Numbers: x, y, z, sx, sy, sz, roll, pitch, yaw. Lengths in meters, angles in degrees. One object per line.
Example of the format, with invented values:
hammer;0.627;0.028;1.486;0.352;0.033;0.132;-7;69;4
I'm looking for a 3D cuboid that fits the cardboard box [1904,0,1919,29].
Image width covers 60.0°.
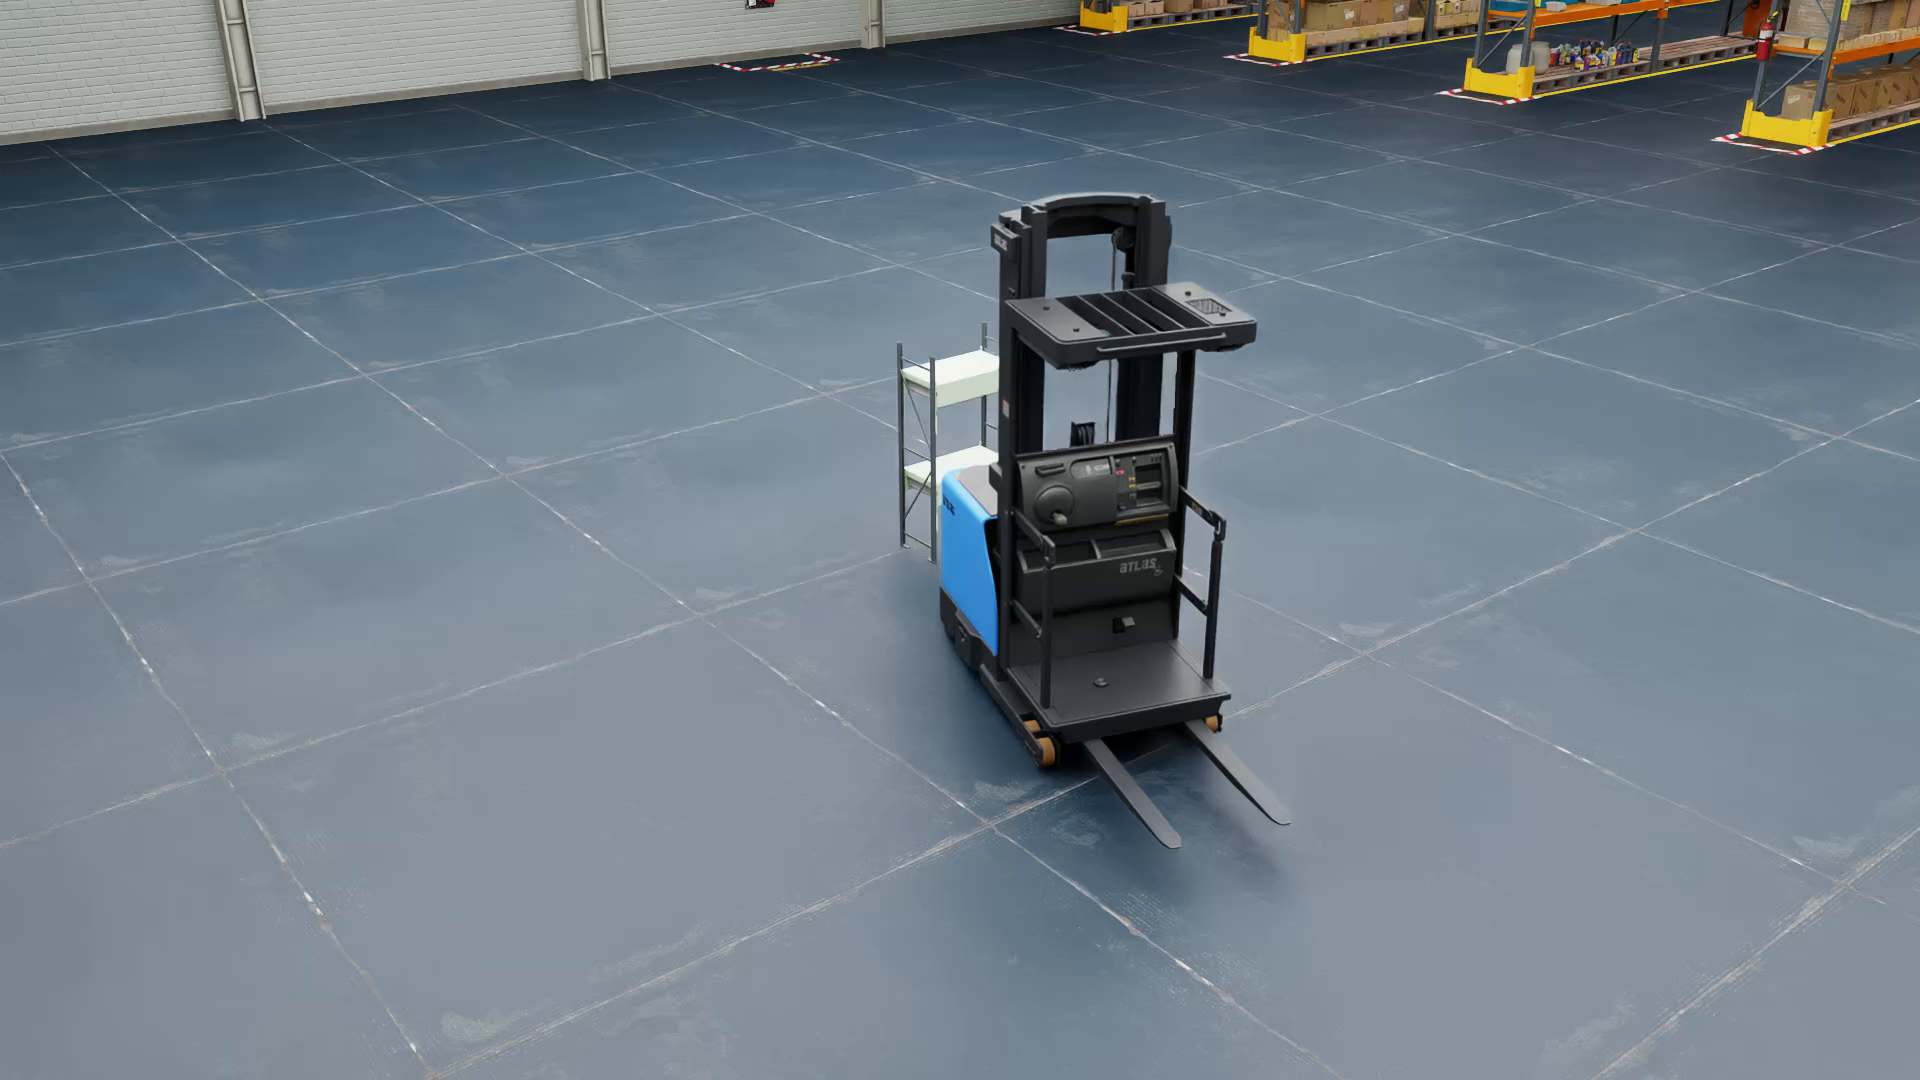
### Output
cardboard box;14.157;-8.125;25.349;0.500;0.500;0.875;-18;31;-34

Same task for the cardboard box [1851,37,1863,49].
cardboard box;12.934;-7.283;24.306;0.250;0.149;0.380;-18;31;-34

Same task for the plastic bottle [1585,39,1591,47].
plastic bottle;11.348;-8.889;30.092;0.185;0.351;0.144;-17;30;-33

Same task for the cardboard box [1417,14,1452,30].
cardboard box;9.656;-10.571;33.860;0.500;0.250;0.500;-19;31;-35

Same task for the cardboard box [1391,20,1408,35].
cardboard box;8.556;-10.229;33.123;0.500;0.250;0.500;-18;31;-34

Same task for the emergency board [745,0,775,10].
emergency board;-3.694;-10.487;30.910;0.643;1.169;0.194;-18;31;-34

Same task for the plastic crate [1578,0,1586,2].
plastic crate;10.997;-9.608;29.269;0.662;0.188;0.450;-18;31;-34

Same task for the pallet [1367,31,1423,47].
pallet;8.534;-10.148;33.492;1.213;0.211;1.003;-18;31;-34

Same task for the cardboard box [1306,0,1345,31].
cardboard box;6.990;-10.046;31.837;0.500;0.500;0.500;-18;31;-34

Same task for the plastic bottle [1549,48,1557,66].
plastic bottle;10.482;-8.567;29.487;0.135;0.276;0.152;-18;30;-34

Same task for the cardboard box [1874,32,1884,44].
cardboard box;13.499;-7.492;24.755;0.250;0.149;0.380;-18;31;-34

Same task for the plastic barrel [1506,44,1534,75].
plastic barrel;9.563;-8.183;28.402;0.421;0.512;0.421;0;25;0

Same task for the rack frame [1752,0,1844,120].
rack frame;12.148;-7.284;24.009;0.127;3.000;1.000;-18;31;-34

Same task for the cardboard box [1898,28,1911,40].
cardboard box;14.119;-7.671;25.141;0.250;0.149;0.380;-18;31;-34

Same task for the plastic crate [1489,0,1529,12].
plastic crate;9.301;-9.086;28.069;0.616;0.251;0.499;-18;31;-34

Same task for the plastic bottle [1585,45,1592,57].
plastic bottle;11.309;-8.776;29.942;0.097;0.271;0.097;0;25;0

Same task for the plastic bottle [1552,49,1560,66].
plastic bottle;10.548;-8.536;29.410;0.133;0.283;0.061;-18;31;-34

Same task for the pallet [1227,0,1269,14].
pallet;6.738;-12.183;37.878;1.213;0.211;1.003;-18;31;-34

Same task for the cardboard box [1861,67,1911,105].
cardboard box;14.510;-7.138;26.164;0.500;0.500;0.500;-9;26;-18

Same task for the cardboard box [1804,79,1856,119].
cardboard box;13.099;-6.664;25.143;0.500;0.500;0.500;-10;27;-21

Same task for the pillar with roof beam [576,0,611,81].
pillar with roof beam;-3.791;-10.853;24.572;0.400;9.000;9.100;-18;31;-34

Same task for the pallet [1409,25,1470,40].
pallet;9.742;-10.545;34.348;1.213;0.211;1.003;-18;31;-34

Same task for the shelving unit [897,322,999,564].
shelving unit;-0.005;-0.679;11.558;0.755;1.500;0.431;-18;31;-34

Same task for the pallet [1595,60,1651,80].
pallet;11.685;-8.538;30.024;1.213;0.211;1.003;-18;31;-34

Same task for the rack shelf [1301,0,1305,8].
rack shelf;7.612;-10.760;32.352;4.000;0.370;1.077;-18;31;-34

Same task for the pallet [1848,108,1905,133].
pallet;13.828;-6.553;25.747;1.213;0.211;1.003;-18;31;-34

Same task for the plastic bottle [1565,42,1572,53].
plastic bottle;10.865;-8.730;29.749;0.185;0.351;0.144;-19;31;-34

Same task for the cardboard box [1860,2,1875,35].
cardboard box;12.917;-7.767;24.579;0.500;0.500;0.875;-18;31;-34

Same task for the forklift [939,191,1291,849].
forklift;0.838;-0.272;8.982;1.130;2.935;3.031;-8;26;-18

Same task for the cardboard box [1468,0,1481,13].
cardboard box;10.469;-11.091;34.313;0.500;0.311;0.500;-19;31;-36

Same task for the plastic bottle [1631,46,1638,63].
plastic bottle;12.065;-8.697;29.757;0.133;0.283;0.061;-17;30;-32

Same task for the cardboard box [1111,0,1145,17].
cardboard box;3.579;-11.336;35.412;0.500;0.311;0.500;-23;33;-40

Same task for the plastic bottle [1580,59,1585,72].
plastic bottle;10.792;-8.249;28.891;0.097;0.201;0.097;0;25;0

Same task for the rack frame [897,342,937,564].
rack frame;-0.293;-0.583;11.353;0.023;1.500;0.400;-18;31;-34

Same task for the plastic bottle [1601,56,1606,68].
plastic bottle;11.299;-8.417;29.251;0.097;0.201;0.097;0;25;0

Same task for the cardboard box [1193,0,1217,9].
cardboard box;5.334;-12.028;36.678;0.500;0.500;0.500;-21;32;-38

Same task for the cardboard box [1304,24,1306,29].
cardboard box;6.664;-9.881;32.372;0.500;0.250;0.500;-18;31;-34

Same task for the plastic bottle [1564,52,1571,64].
plastic bottle;10.828;-8.585;29.614;0.097;0.201;0.097;0;25;0

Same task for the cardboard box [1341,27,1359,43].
cardboard box;7.382;-9.836;32.275;0.500;0.250;0.500;-18;31;-34

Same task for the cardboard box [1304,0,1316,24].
cardboard box;7.055;-10.352;32.497;0.500;0.500;0.500;-18;31;-34

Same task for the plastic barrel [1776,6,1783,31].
plastic barrel;16.151;-10.374;33.123;0.421;0.512;0.421;0;25;0

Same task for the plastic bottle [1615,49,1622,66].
plastic bottle;11.657;-8.562;29.467;0.133;0.283;0.061;-16;29;-31

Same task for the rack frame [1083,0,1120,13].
rack frame;2.979;-12.207;34.615;0.127;3.000;1.000;-18;31;-34

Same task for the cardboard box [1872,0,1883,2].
cardboard box;13.147;-8.098;24.103;0.500;0.500;0.500;-18;31;-34

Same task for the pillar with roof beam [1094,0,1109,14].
pillar with roof beam;5.652;-13.970;31.289;0.400;9.000;9.100;-18;31;-34

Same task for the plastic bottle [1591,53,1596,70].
plastic bottle;11.059;-8.369;29.066;0.097;0.271;0.097;0;25;0

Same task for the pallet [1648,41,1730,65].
pallet;13.794;-9.234;31.524;1.213;0.211;1.003;-18;31;-34

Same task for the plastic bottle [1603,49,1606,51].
plastic bottle;11.422;-8.562;29.466;0.133;0.283;0.061;-18;31;-34

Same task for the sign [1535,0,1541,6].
sign;9.428;-8.867;27.091;0.005;0.325;0.100;-18;31;-34

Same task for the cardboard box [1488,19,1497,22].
cardboard box;10.866;-10.971;34.721;0.500;0.250;0.500;-18;30;-33

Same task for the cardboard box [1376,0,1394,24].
cardboard box;8.164;-10.439;32.683;0.500;0.500;0.500;-18;31;-34

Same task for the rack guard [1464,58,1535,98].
rack guard;9.123;-7.826;28.146;0.348;0.500;1.175;-18;31;-34

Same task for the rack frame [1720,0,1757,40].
rack frame;15.387;-11.003;32.022;0.127;3.000;1.000;-18;31;-34
